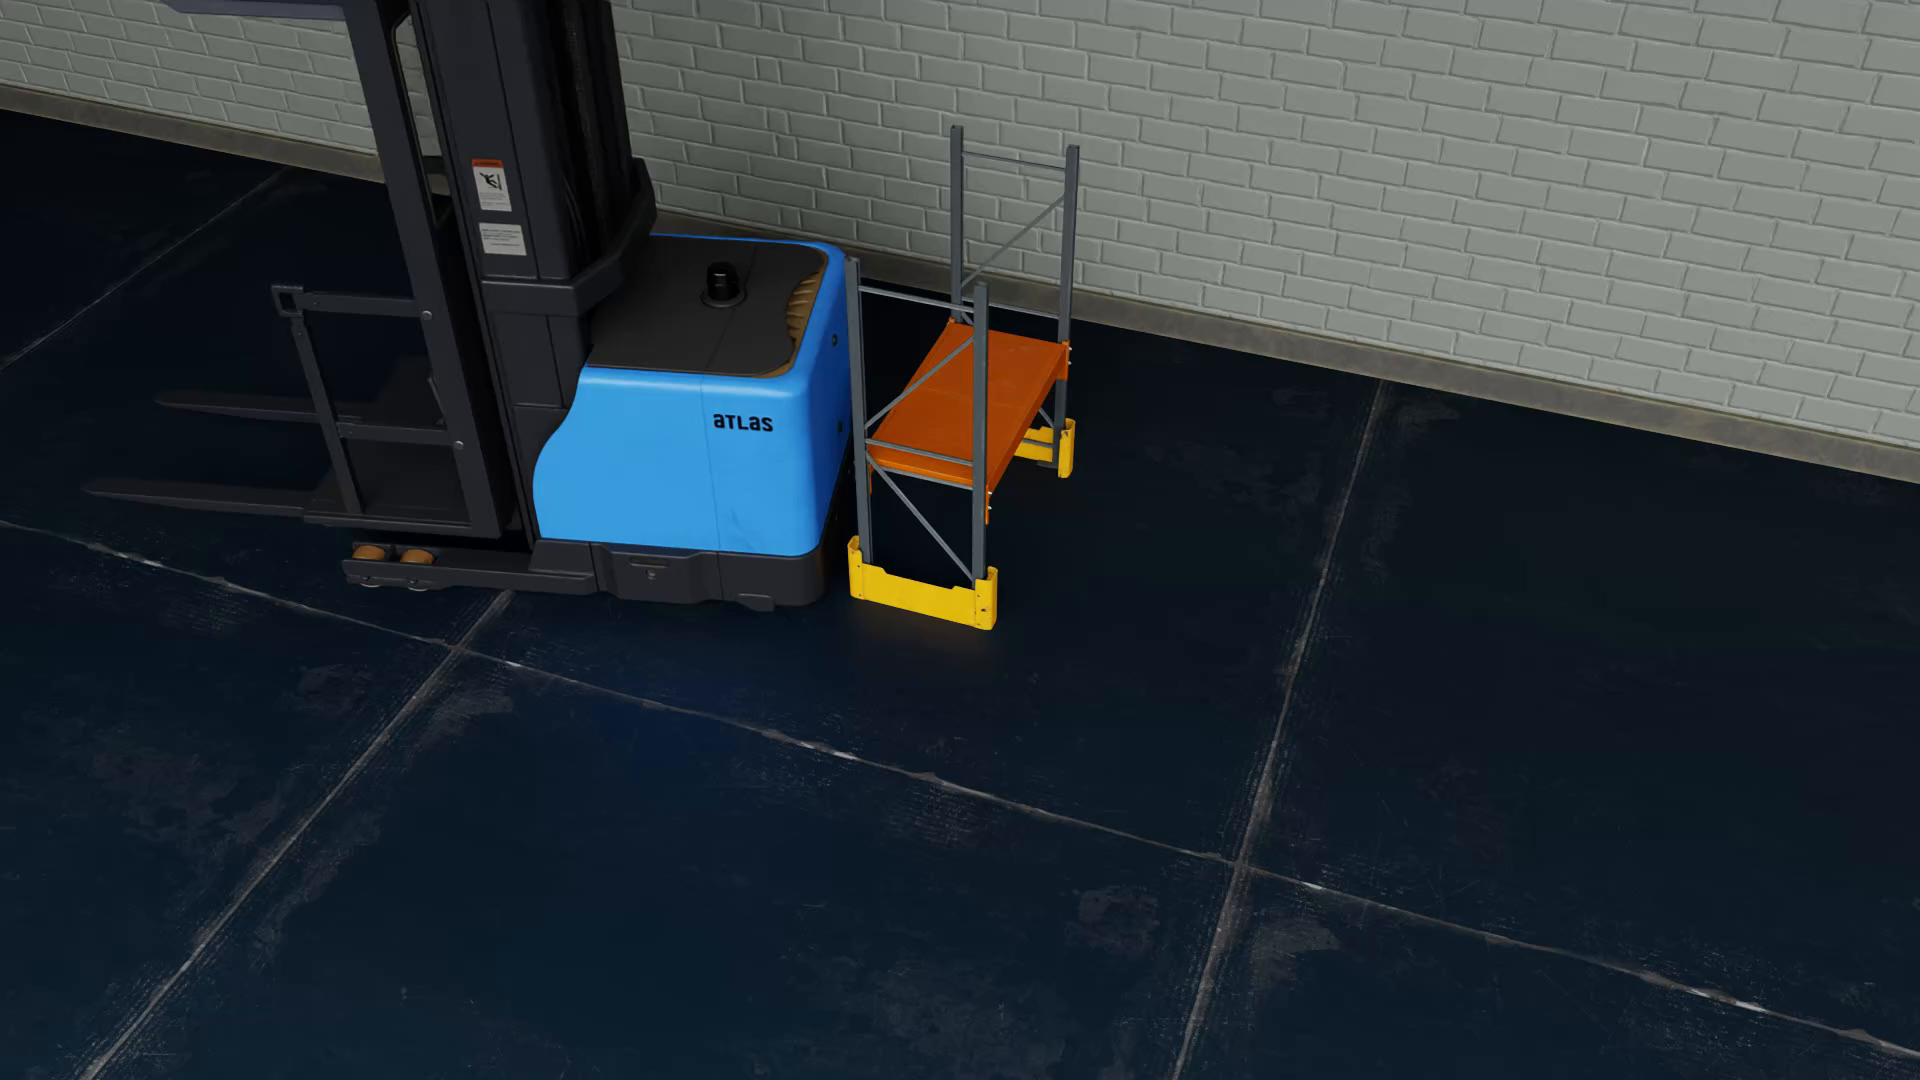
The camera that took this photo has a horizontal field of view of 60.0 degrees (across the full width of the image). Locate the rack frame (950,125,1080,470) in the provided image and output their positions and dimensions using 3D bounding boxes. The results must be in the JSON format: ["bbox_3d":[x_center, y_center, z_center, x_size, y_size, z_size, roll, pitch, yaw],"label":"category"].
[{"bbox_3d":[0.203,-0.933,6.688,0.500,1.500,0.032,13,42,15],"label":"rack frame"}]

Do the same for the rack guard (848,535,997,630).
[{"bbox_3d":[-0.144,0.162,6.367,0.587,0.250,0.087,13,42,15],"label":"rack guard"}]

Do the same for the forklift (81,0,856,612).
[{"bbox_3d":[-1.974,-1.251,5.958,3.031,2.935,1.130,4,41,5],"label":"forklift"}]

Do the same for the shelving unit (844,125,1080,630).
[{"bbox_3d":[0.026,-0.617,6.318,0.587,1.500,1.083,13,42,15],"label":"shelving unit"}]

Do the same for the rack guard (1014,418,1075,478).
[{"bbox_3d":[0.196,-0.445,7.079,0.587,0.250,0.087,13,42,15],"label":"rack guard"}]

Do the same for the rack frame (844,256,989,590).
[{"bbox_3d":[-0.145,-0.313,5.961,0.500,1.500,0.032,13,42,15],"label":"rack frame"}]

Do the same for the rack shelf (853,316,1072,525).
[{"bbox_3d":[0.029,-0.486,6.441,0.538,0.185,1.000,13,42,15],"label":"rack shelf"}]
